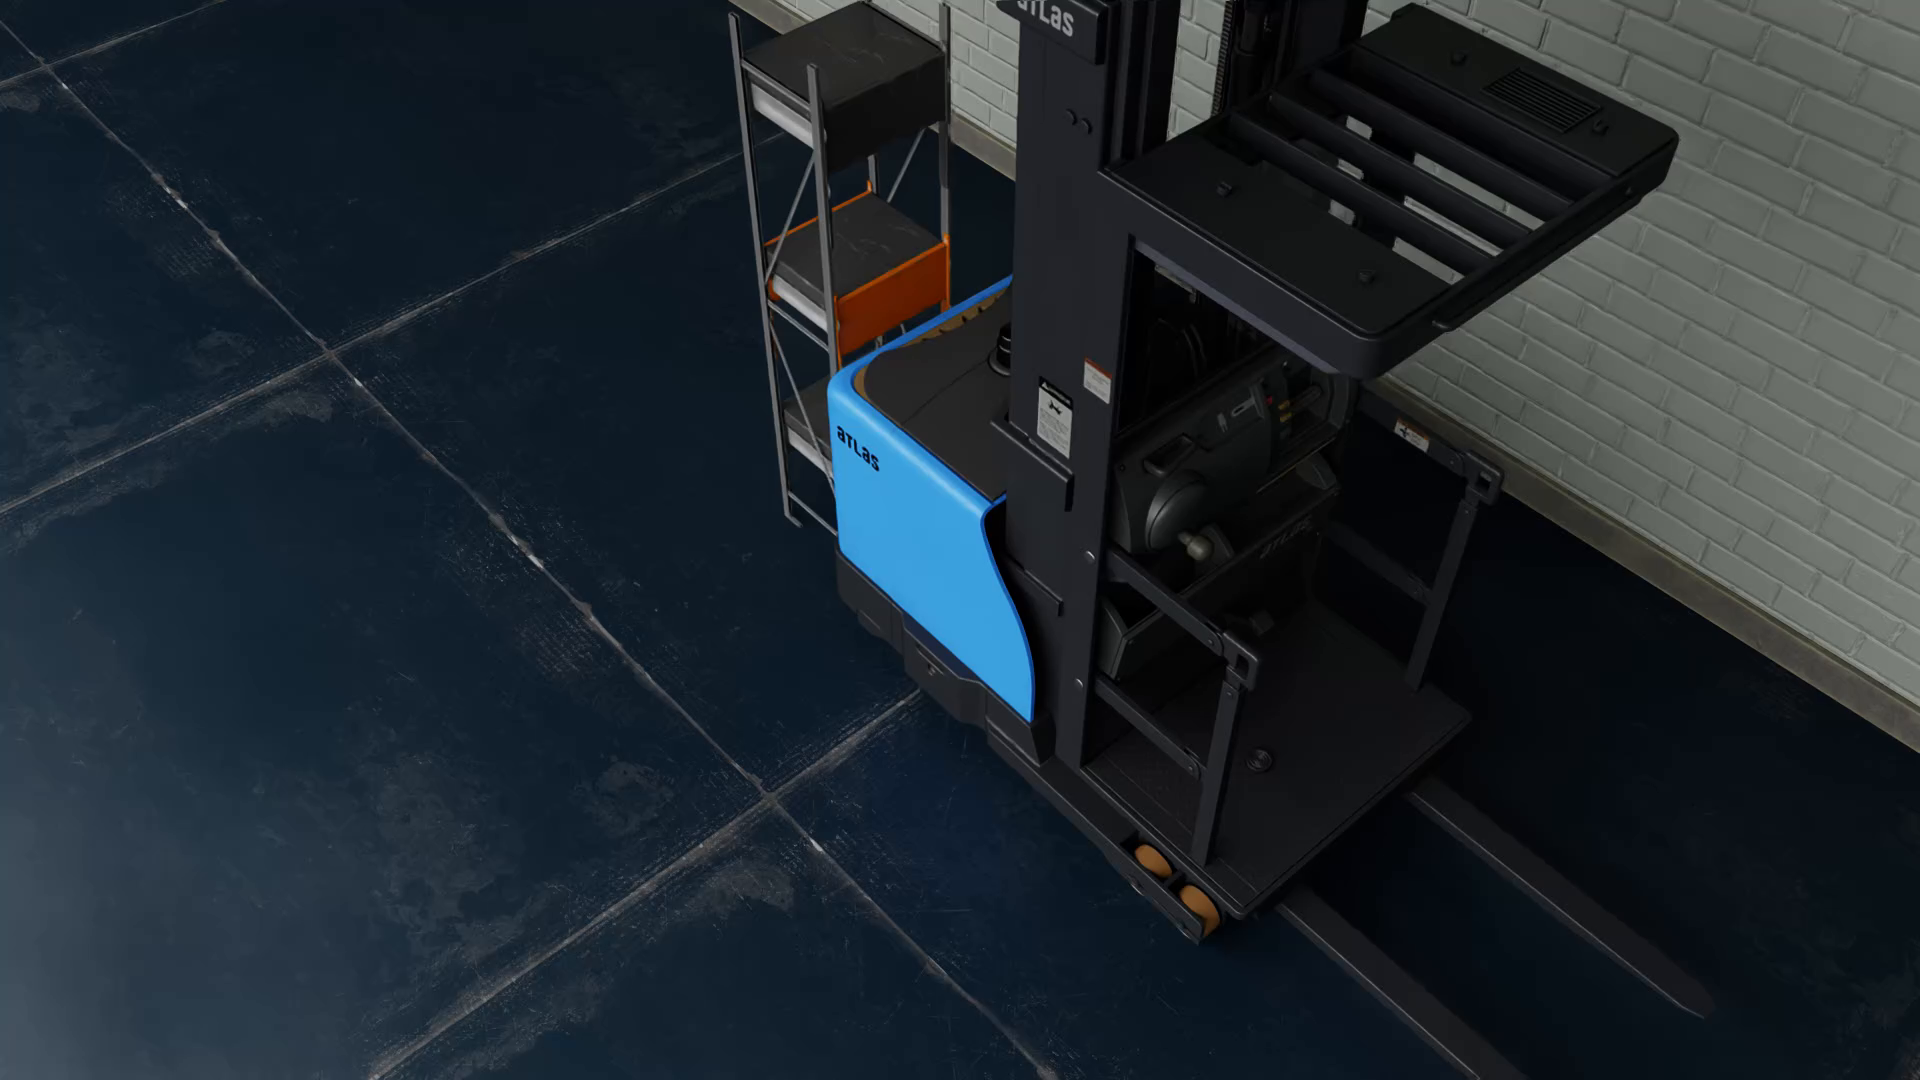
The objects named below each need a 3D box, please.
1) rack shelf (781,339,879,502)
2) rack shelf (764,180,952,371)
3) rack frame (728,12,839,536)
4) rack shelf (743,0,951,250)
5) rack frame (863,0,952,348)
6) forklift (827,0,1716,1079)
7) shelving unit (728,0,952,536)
[{"bbox_3d":[-0.348,-0.337,6.103,0.480,0.518,0.431,-33,56,-27],"label":"rack shelf"},{"bbox_3d":[-0.348,-0.811,5.589,0.480,0.518,0.431,-33,56,-27],"label":"rack shelf"},{"bbox_3d":[-0.530,-0.701,5.468,0.015,2.100,0.400,-33,56,-27],"label":"rack frame"},{"bbox_3d":[-0.348,-1.286,5.074,0.480,0.518,0.431,-33,56,-27],"label":"rack shelf"},{"bbox_3d":[-0.166,-0.940,5.689,0.015,2.100,0.400,-33,56,-27],"label":"rack frame"},{"bbox_3d":[0.906,-0.196,4.436,1.130,2.935,3.031,-33,55,-26],"label":"forklift"},{"bbox_3d":[-0.348,-0.821,5.579,0.503,2.100,0.431,-33,56,-27],"label":"shelving unit"}]
